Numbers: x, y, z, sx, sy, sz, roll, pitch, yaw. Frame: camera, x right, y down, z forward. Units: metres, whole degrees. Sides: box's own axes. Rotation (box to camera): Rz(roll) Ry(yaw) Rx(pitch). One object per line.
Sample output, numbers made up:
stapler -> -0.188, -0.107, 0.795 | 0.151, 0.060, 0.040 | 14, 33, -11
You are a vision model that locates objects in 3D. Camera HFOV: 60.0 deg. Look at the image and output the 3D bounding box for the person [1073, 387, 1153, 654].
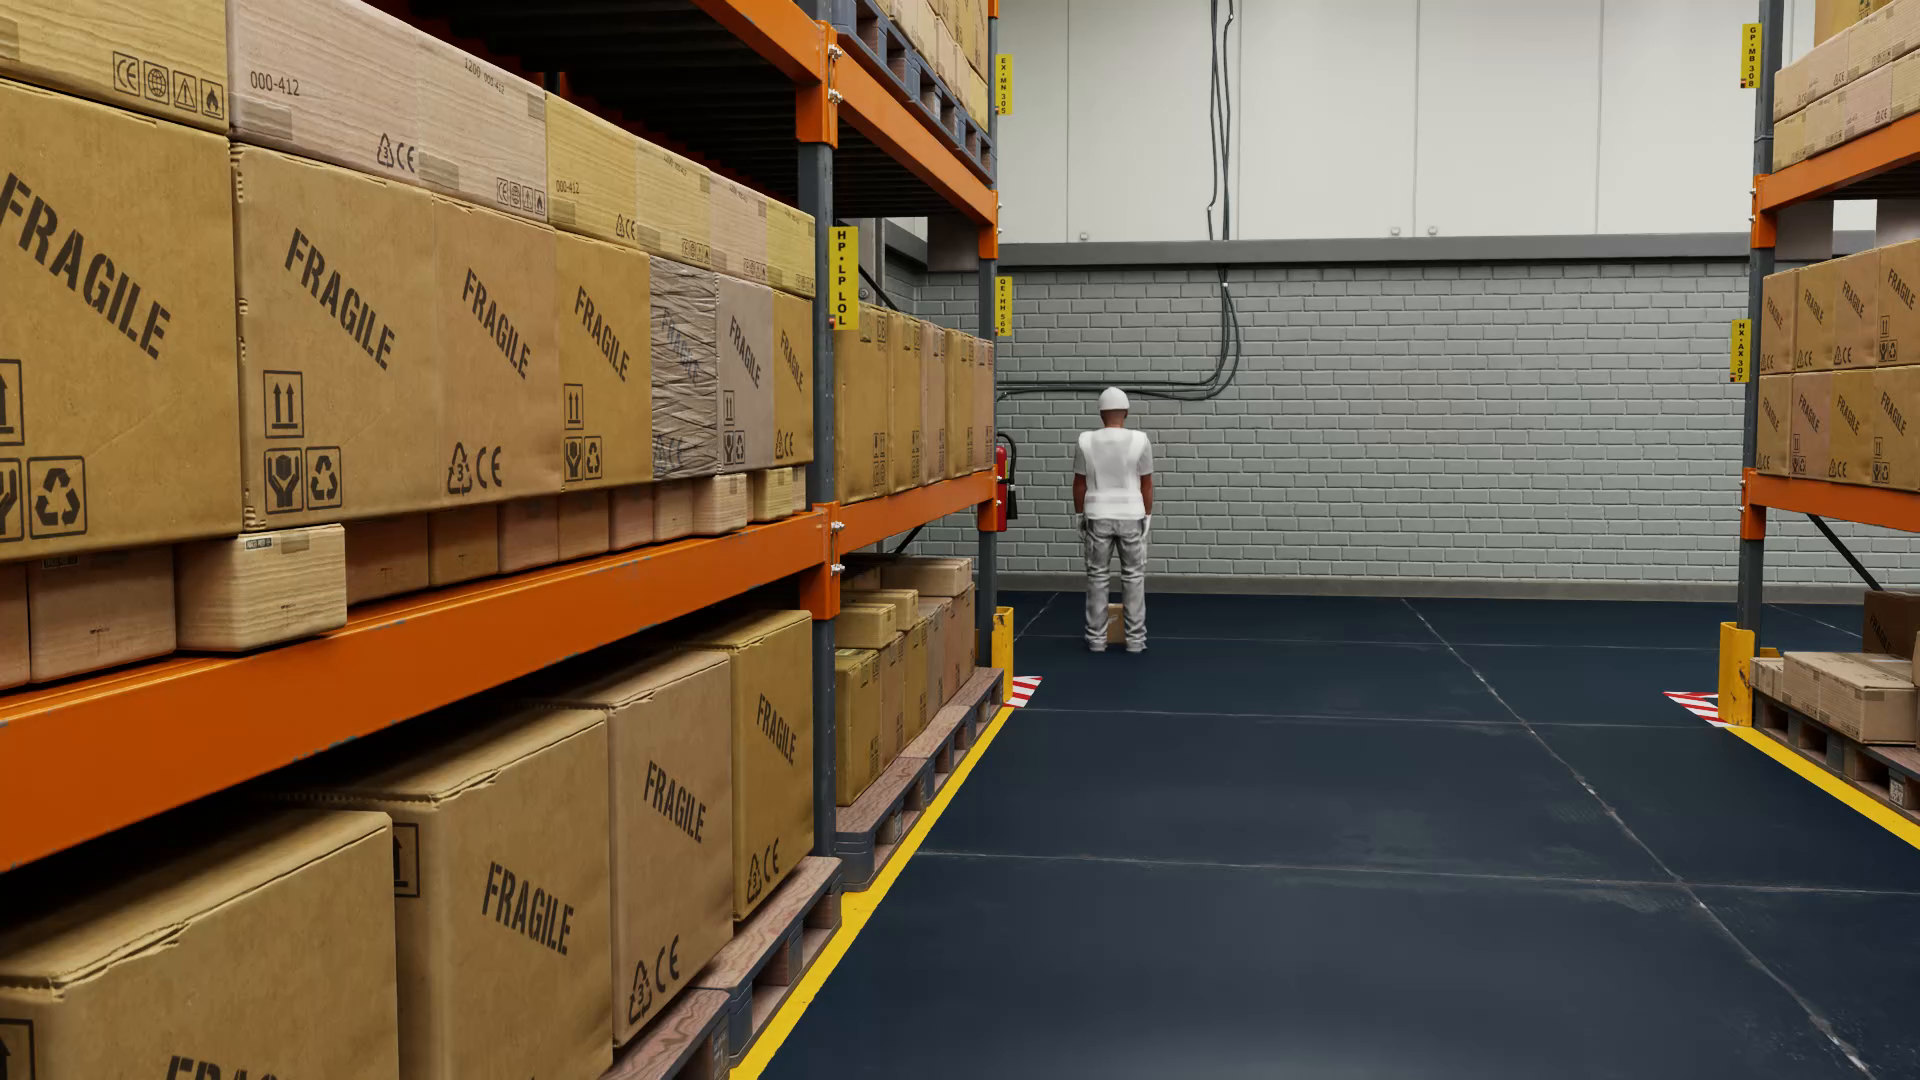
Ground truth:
person -> 1.033, -0.137, 11.230 | 0.545, 1.780, 0.359 | 1, 4, 10
